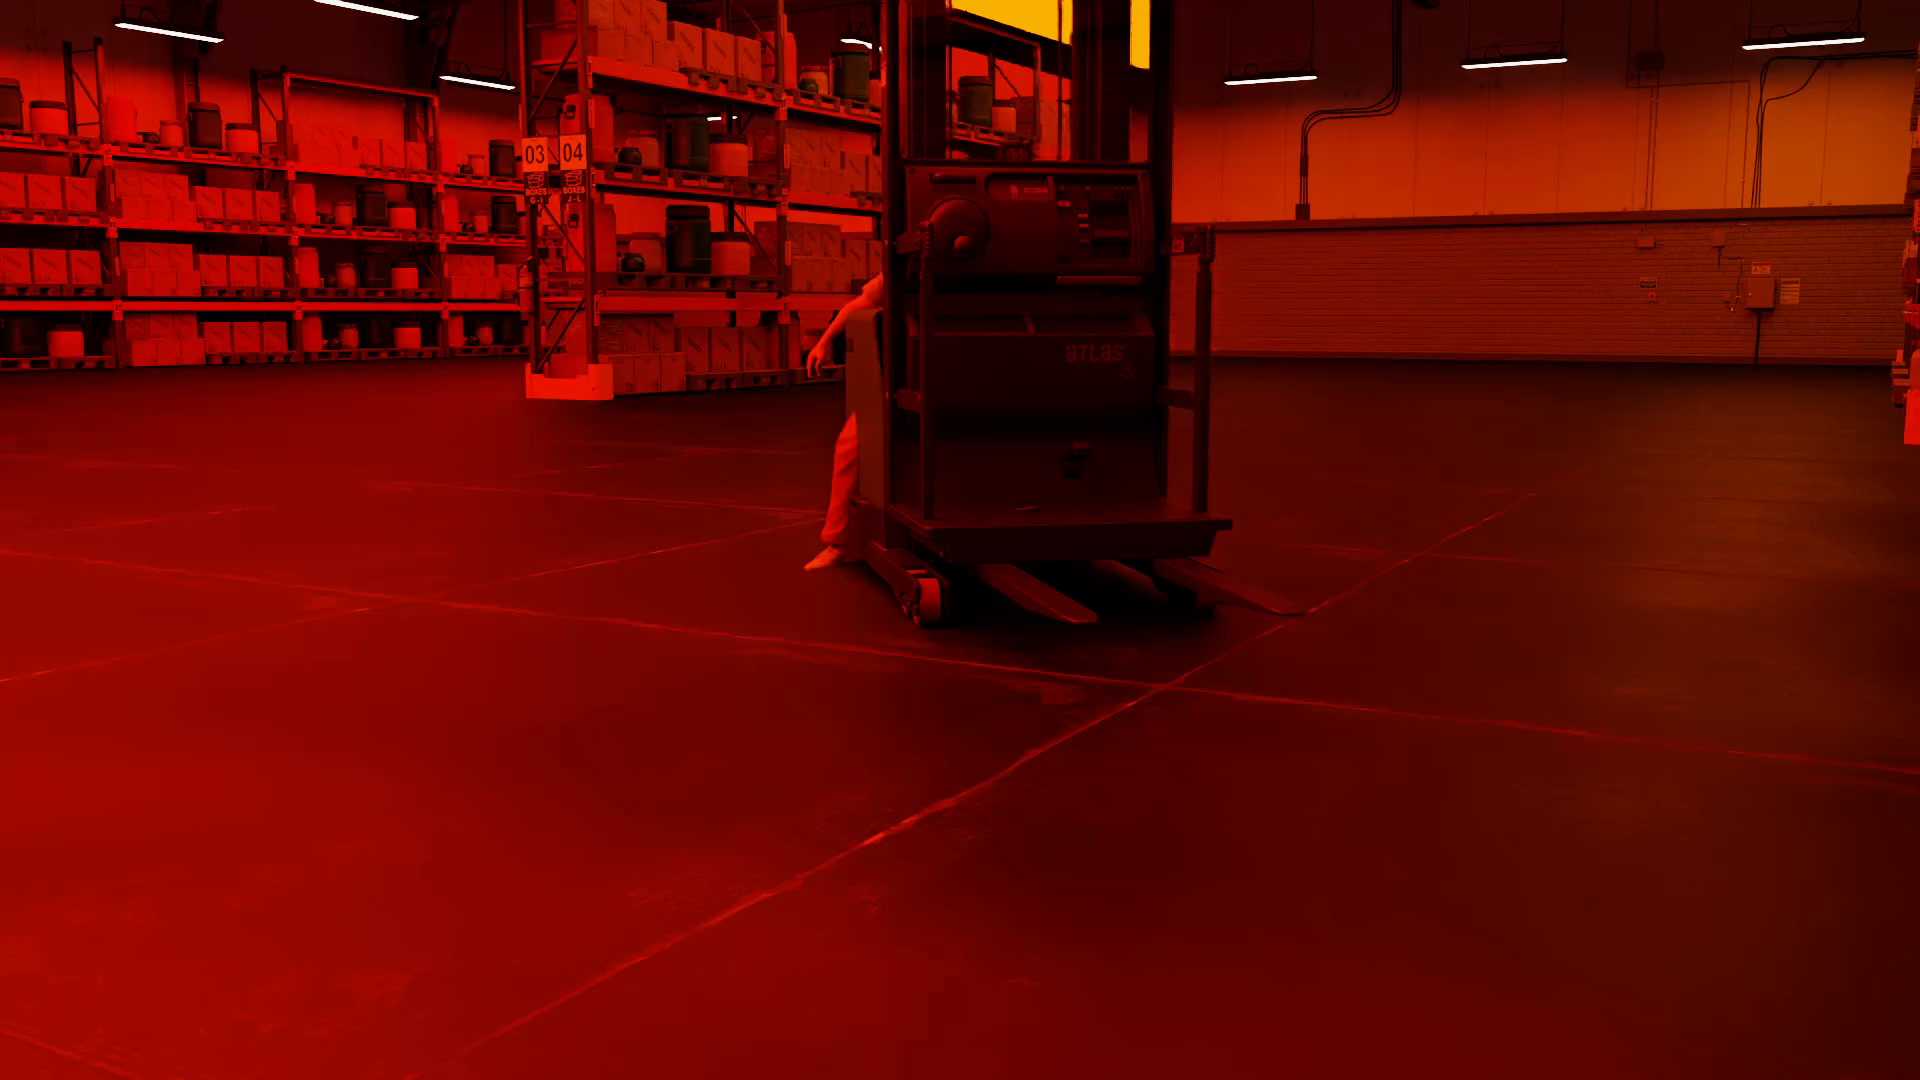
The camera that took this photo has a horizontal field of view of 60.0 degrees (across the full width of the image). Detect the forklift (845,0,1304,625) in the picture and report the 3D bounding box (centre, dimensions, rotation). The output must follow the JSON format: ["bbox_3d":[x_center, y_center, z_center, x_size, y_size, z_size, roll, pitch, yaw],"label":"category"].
[{"bbox_3d":[0.310,-1.217,5.908,1.130,2.935,3.031,-2,8,-13],"label":"forklift"}]

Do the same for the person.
[{"bbox_3d":[-0.290,-0.646,7.075,0.874,1.549,0.716,3,8,19],"label":"person"}]
